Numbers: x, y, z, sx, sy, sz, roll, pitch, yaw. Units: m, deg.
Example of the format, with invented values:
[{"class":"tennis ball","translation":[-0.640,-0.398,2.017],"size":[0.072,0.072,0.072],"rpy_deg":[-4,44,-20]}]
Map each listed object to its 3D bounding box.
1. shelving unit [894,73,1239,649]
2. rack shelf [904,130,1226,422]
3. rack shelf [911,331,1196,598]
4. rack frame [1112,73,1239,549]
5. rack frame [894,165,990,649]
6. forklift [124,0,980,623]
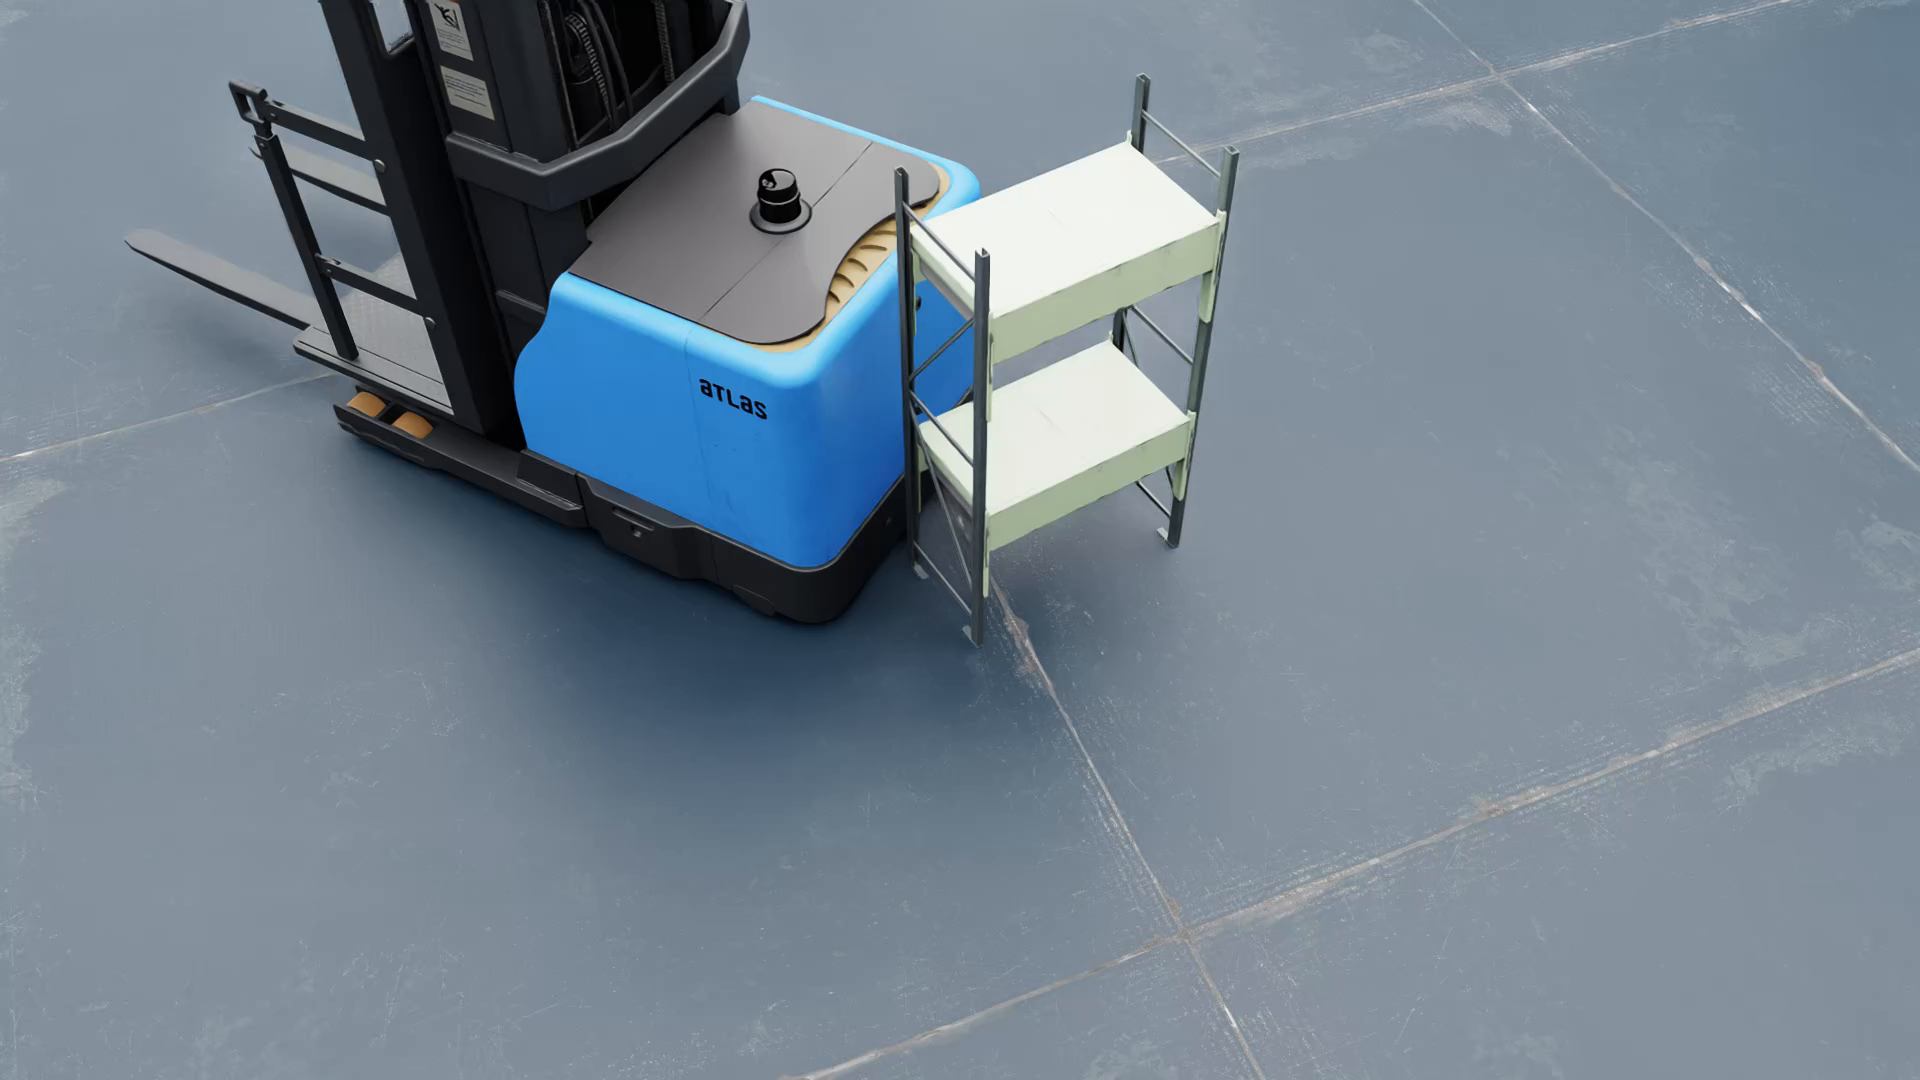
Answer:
[{"class":"shelving unit","translation":[0.263,-0.443,4.642],"size":[0.755,1.500,0.431],"rpy_deg":[-26,54,-20]},{"class":"rack shelf","translation":[0.263,-0.697,4.346],"size":[0.720,0.370,0.431],"rpy_deg":[-26,54,-20]},{"class":"rack shelf","translation":[0.263,-0.230,4.889],"size":[0.720,0.370,0.431],"rpy_deg":[-26,54,-20]},{"class":"rack frame","translation":[0.572,-0.592,4.769],"size":[0.023,1.500,0.400],"rpy_deg":[-26,54,-20]},{"class":"rack frame","translation":[-0.046,-0.294,4.514],"size":[0.023,1.500,0.400],"rpy_deg":[-26,54,-20]},{"class":"forklift","translation":[-1.467,-1.537,4.638],"size":[3.031,2.935,1.130],"rpy_deg":[23,53,18]}]
